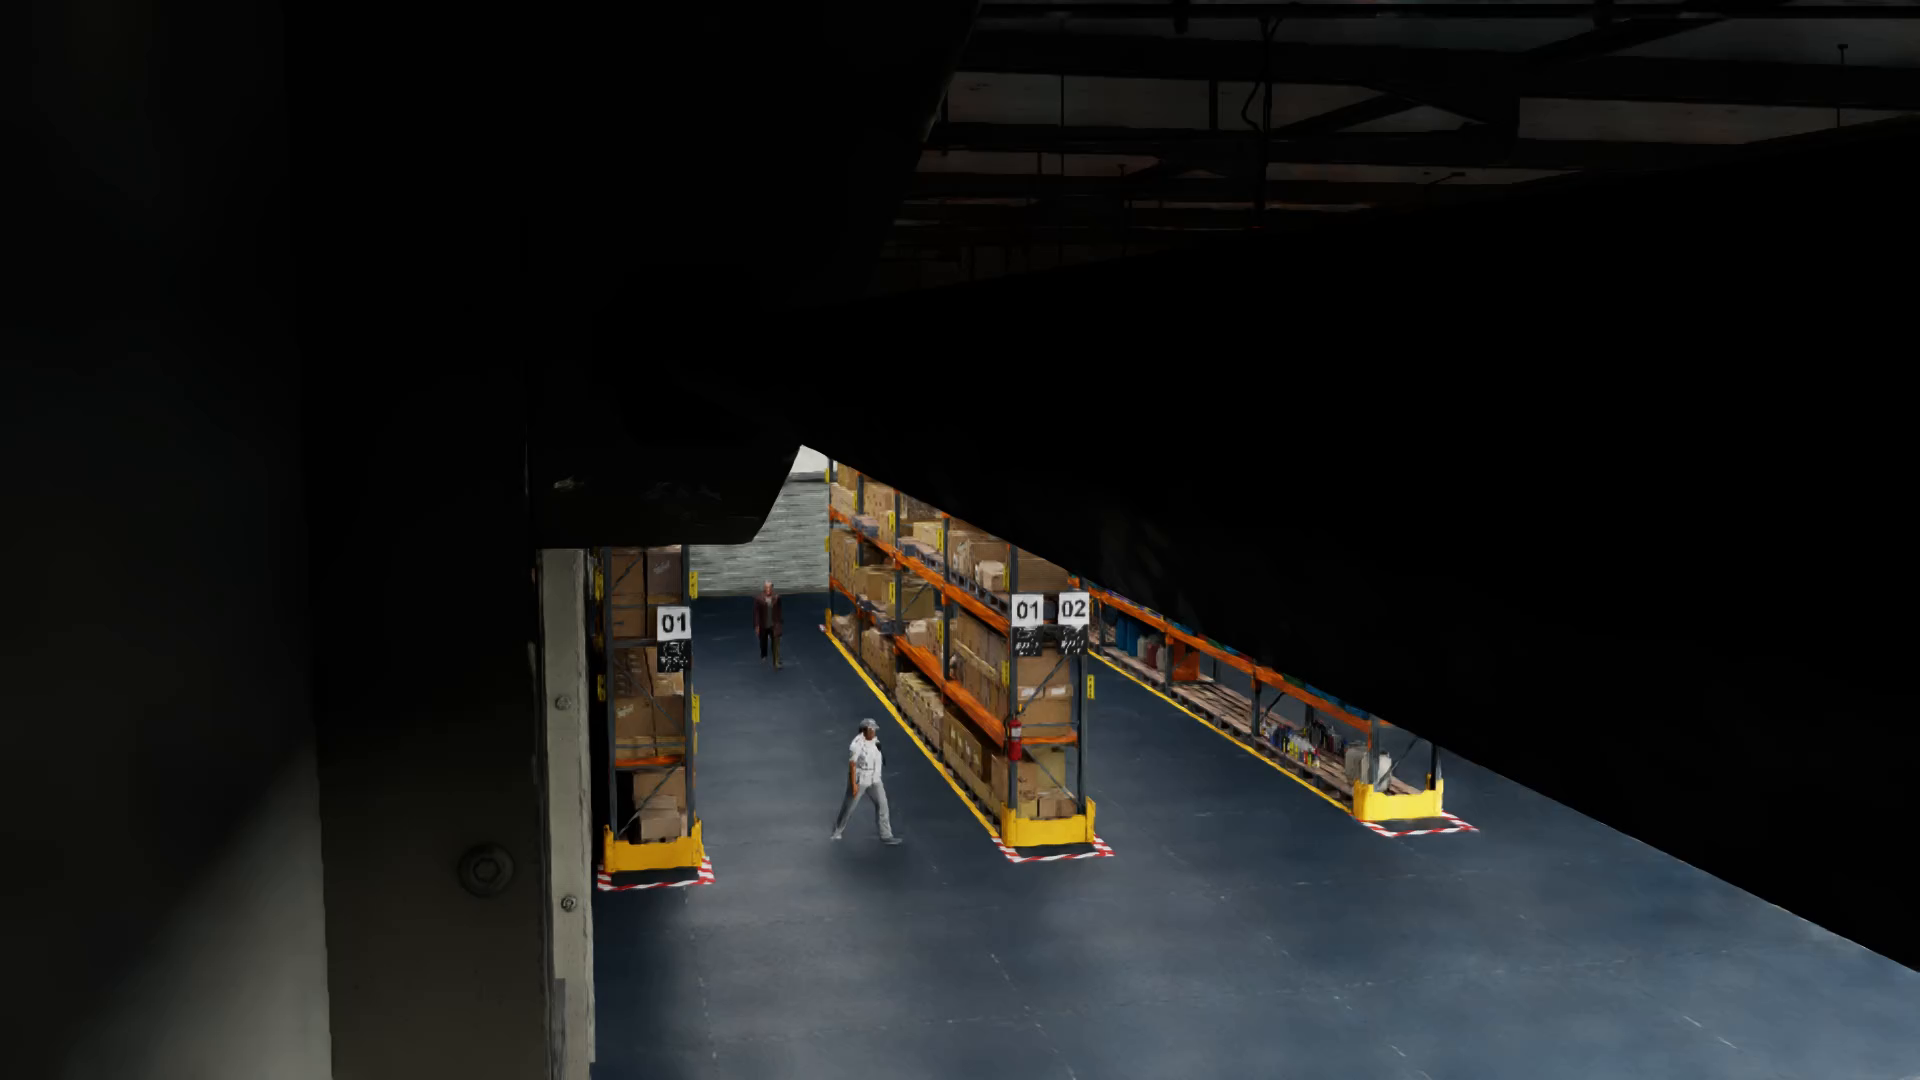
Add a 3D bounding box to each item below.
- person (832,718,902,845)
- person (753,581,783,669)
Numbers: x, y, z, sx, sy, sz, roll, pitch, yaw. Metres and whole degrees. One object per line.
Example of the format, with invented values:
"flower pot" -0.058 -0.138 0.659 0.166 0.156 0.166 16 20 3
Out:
"person" -1.218 3.034 20.994 0.587 1.626 0.918 -6 9 -39
"person" -3.729 1.632 32.359 0.598 1.698 1.172 -1 7 -11
